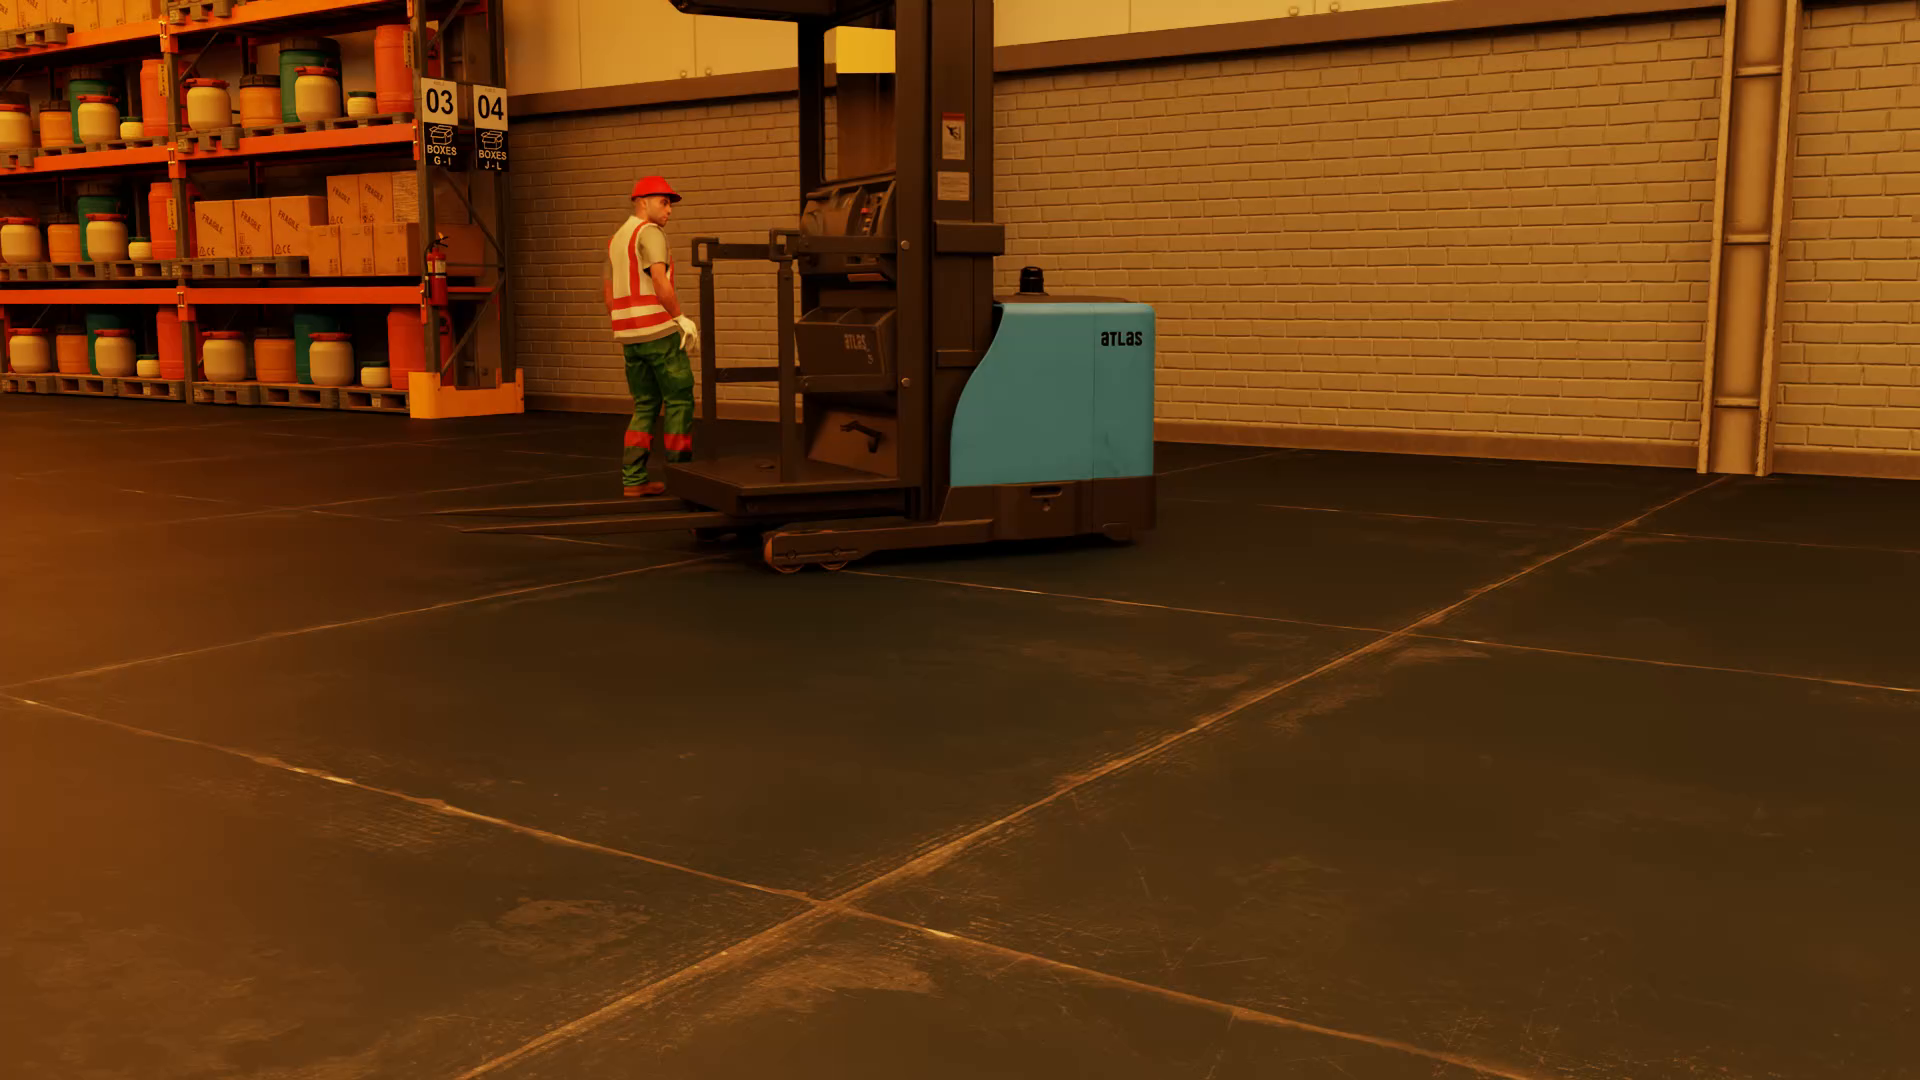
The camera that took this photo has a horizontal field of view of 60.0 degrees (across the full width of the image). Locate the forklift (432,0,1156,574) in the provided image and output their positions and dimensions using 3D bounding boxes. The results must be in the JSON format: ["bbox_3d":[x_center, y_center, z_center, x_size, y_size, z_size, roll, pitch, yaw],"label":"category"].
[{"bbox_3d":[-0.671,-1.401,7.046,3.031,2.935,1.130,-4,9,-26],"label":"forklift"}]

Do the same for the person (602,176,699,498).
[{"bbox_3d":[-1.664,-1.125,9.239,0.500,1.770,0.754,-8,11,-44],"label":"person"}]
